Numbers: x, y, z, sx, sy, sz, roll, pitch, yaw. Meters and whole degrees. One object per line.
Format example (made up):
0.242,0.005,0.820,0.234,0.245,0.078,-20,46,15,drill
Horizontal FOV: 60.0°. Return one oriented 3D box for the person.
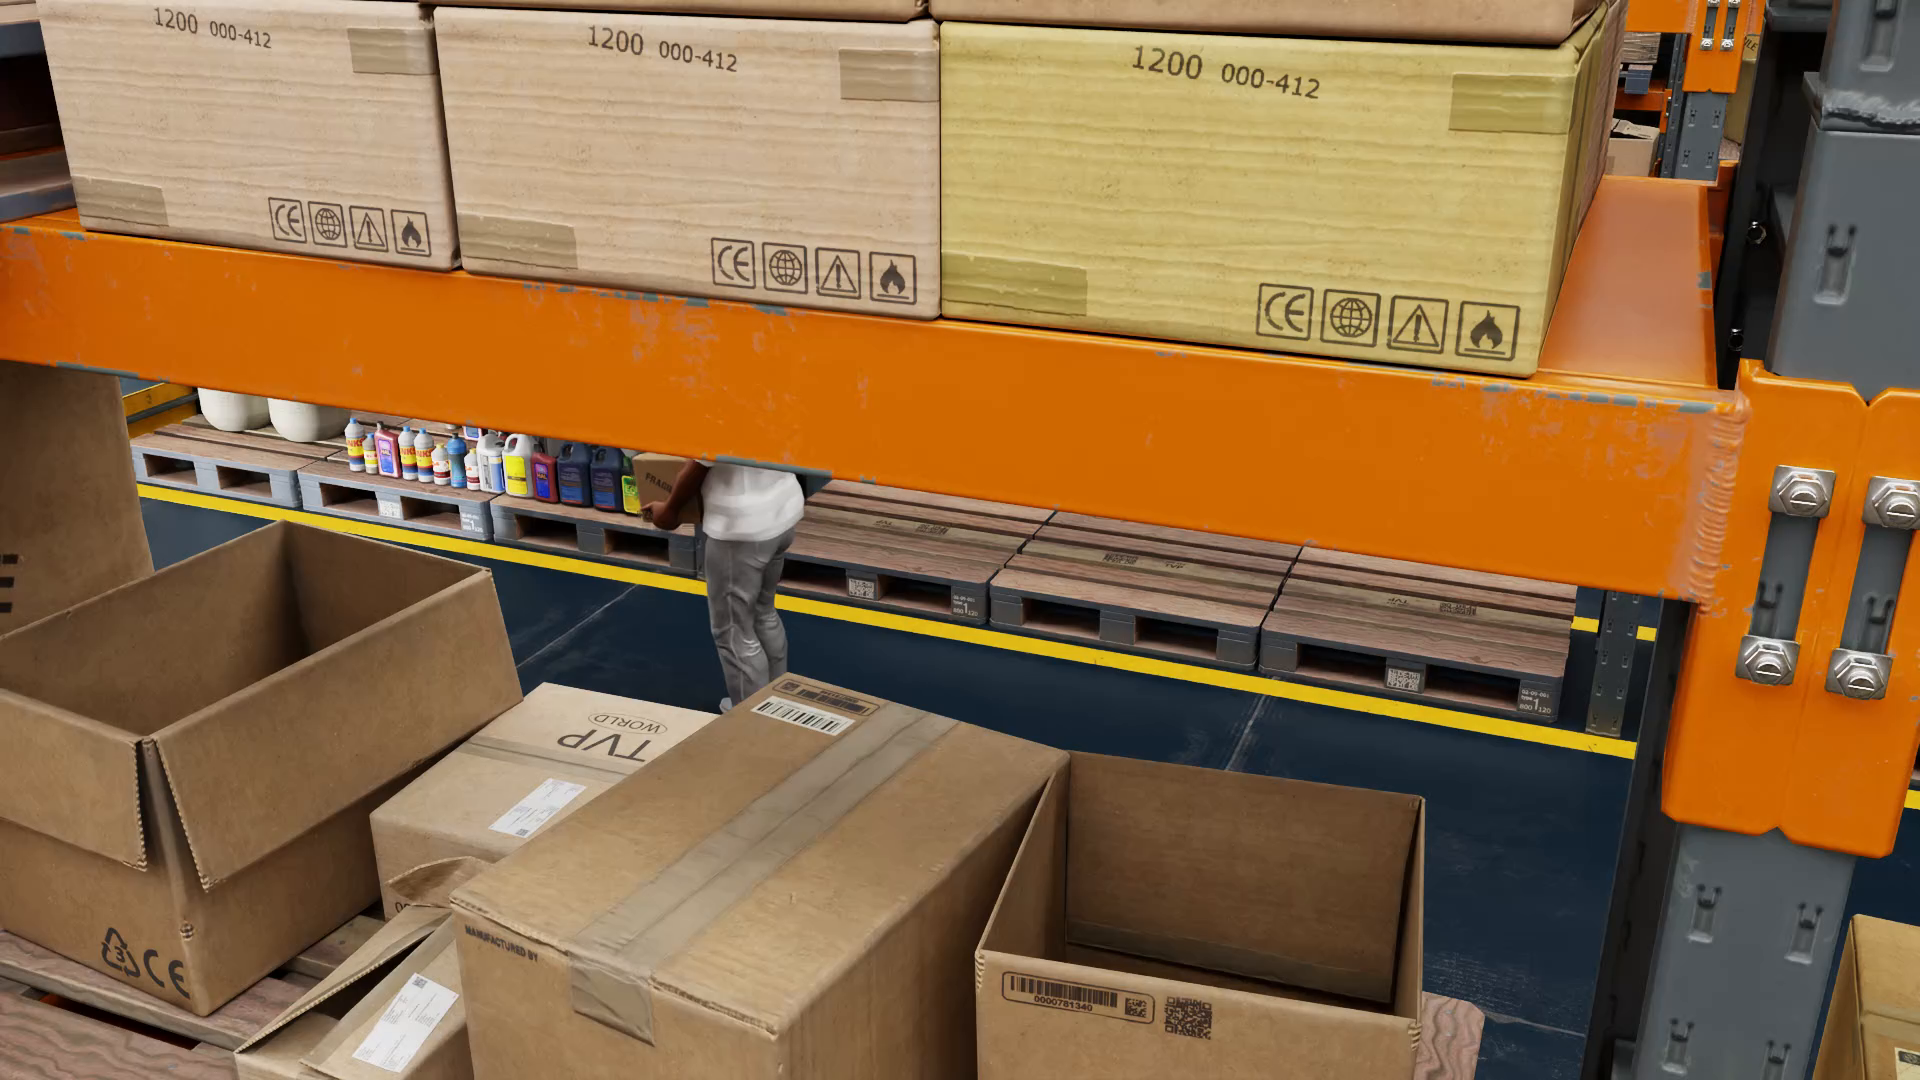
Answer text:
-0.883,-0.063,6.216,0.571,1.762,0.505,9,24,20,person
